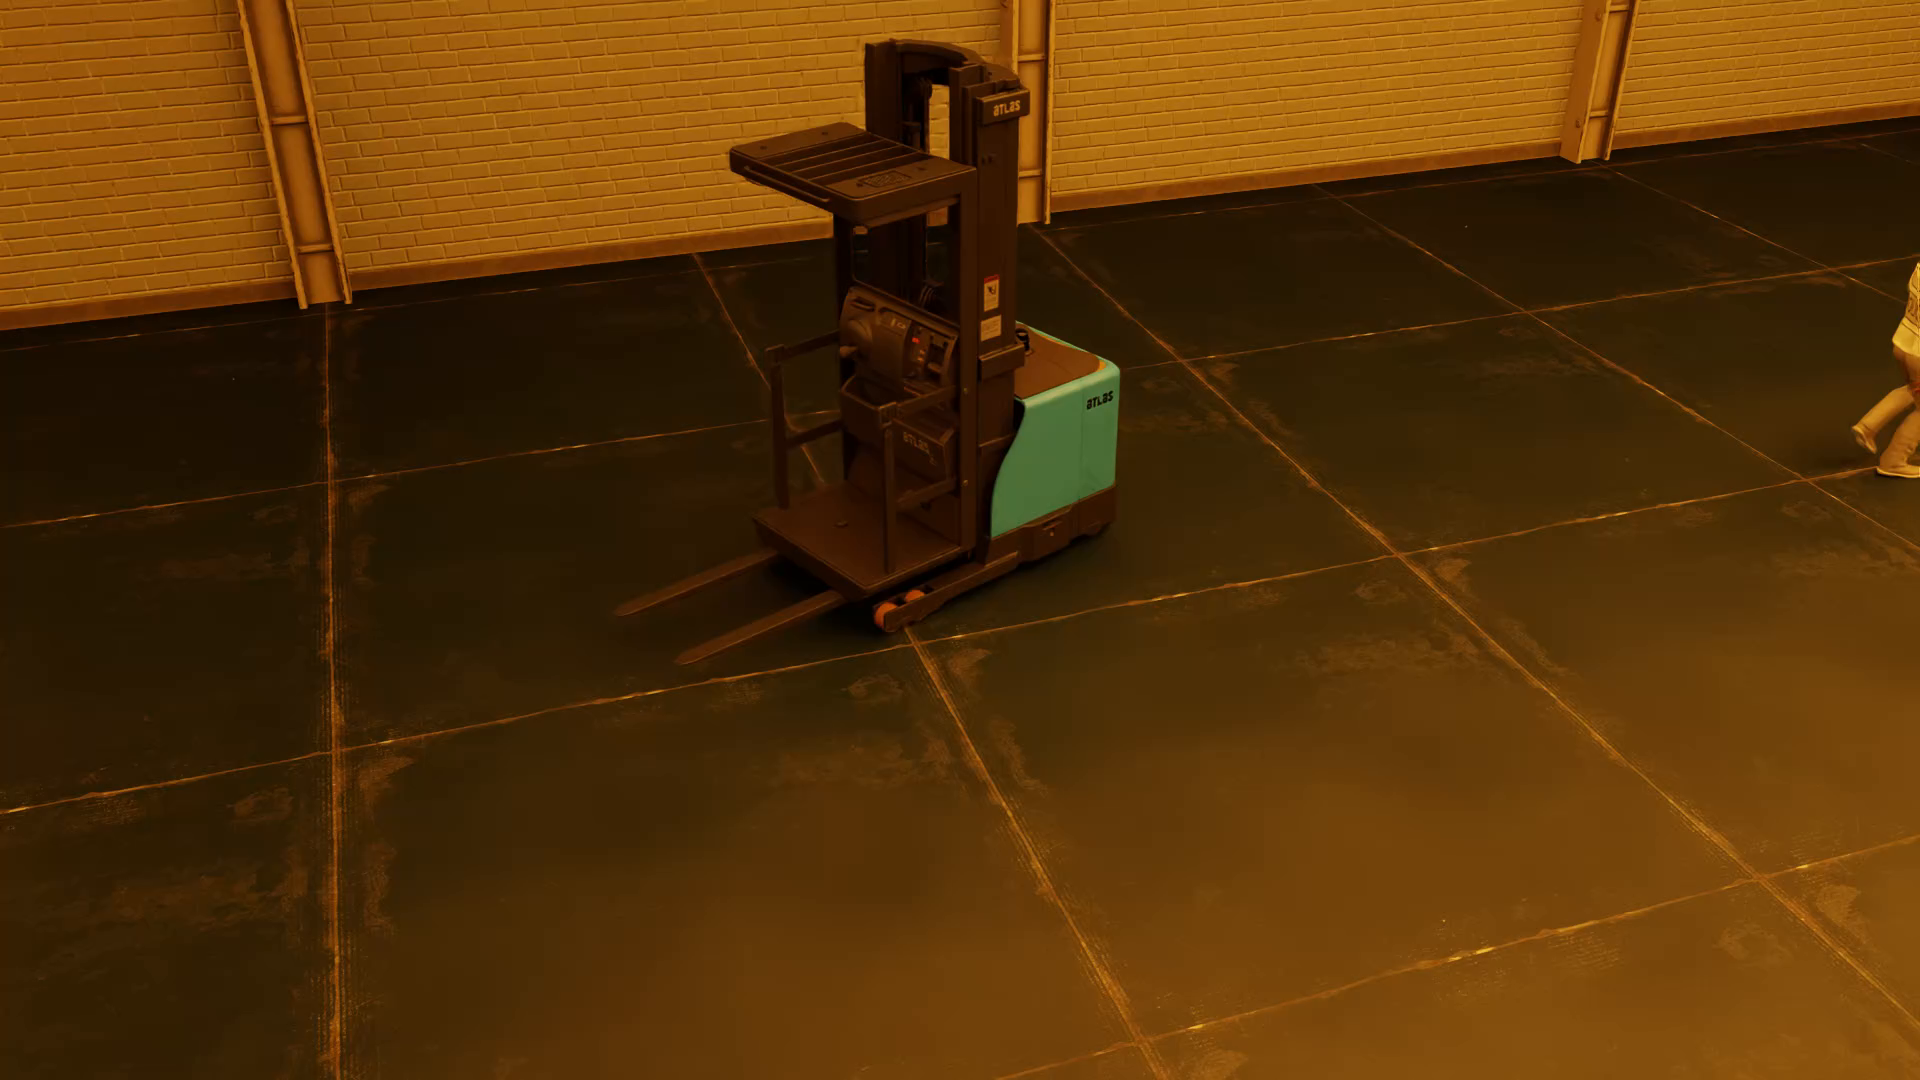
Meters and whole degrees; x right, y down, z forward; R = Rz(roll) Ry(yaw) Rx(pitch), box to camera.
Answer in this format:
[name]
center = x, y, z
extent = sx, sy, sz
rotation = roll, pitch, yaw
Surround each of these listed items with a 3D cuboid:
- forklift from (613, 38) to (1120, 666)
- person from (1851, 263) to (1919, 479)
[forklift]
center = -0.499, -1.056, 8.922
extent = 3.031, 2.935, 1.130
rotation = -23, 37, -34
[person]
center = 6.038, -1.171, 10.419
extent = 0.467, 1.644, 0.634
rotation = 0, 30, 0
